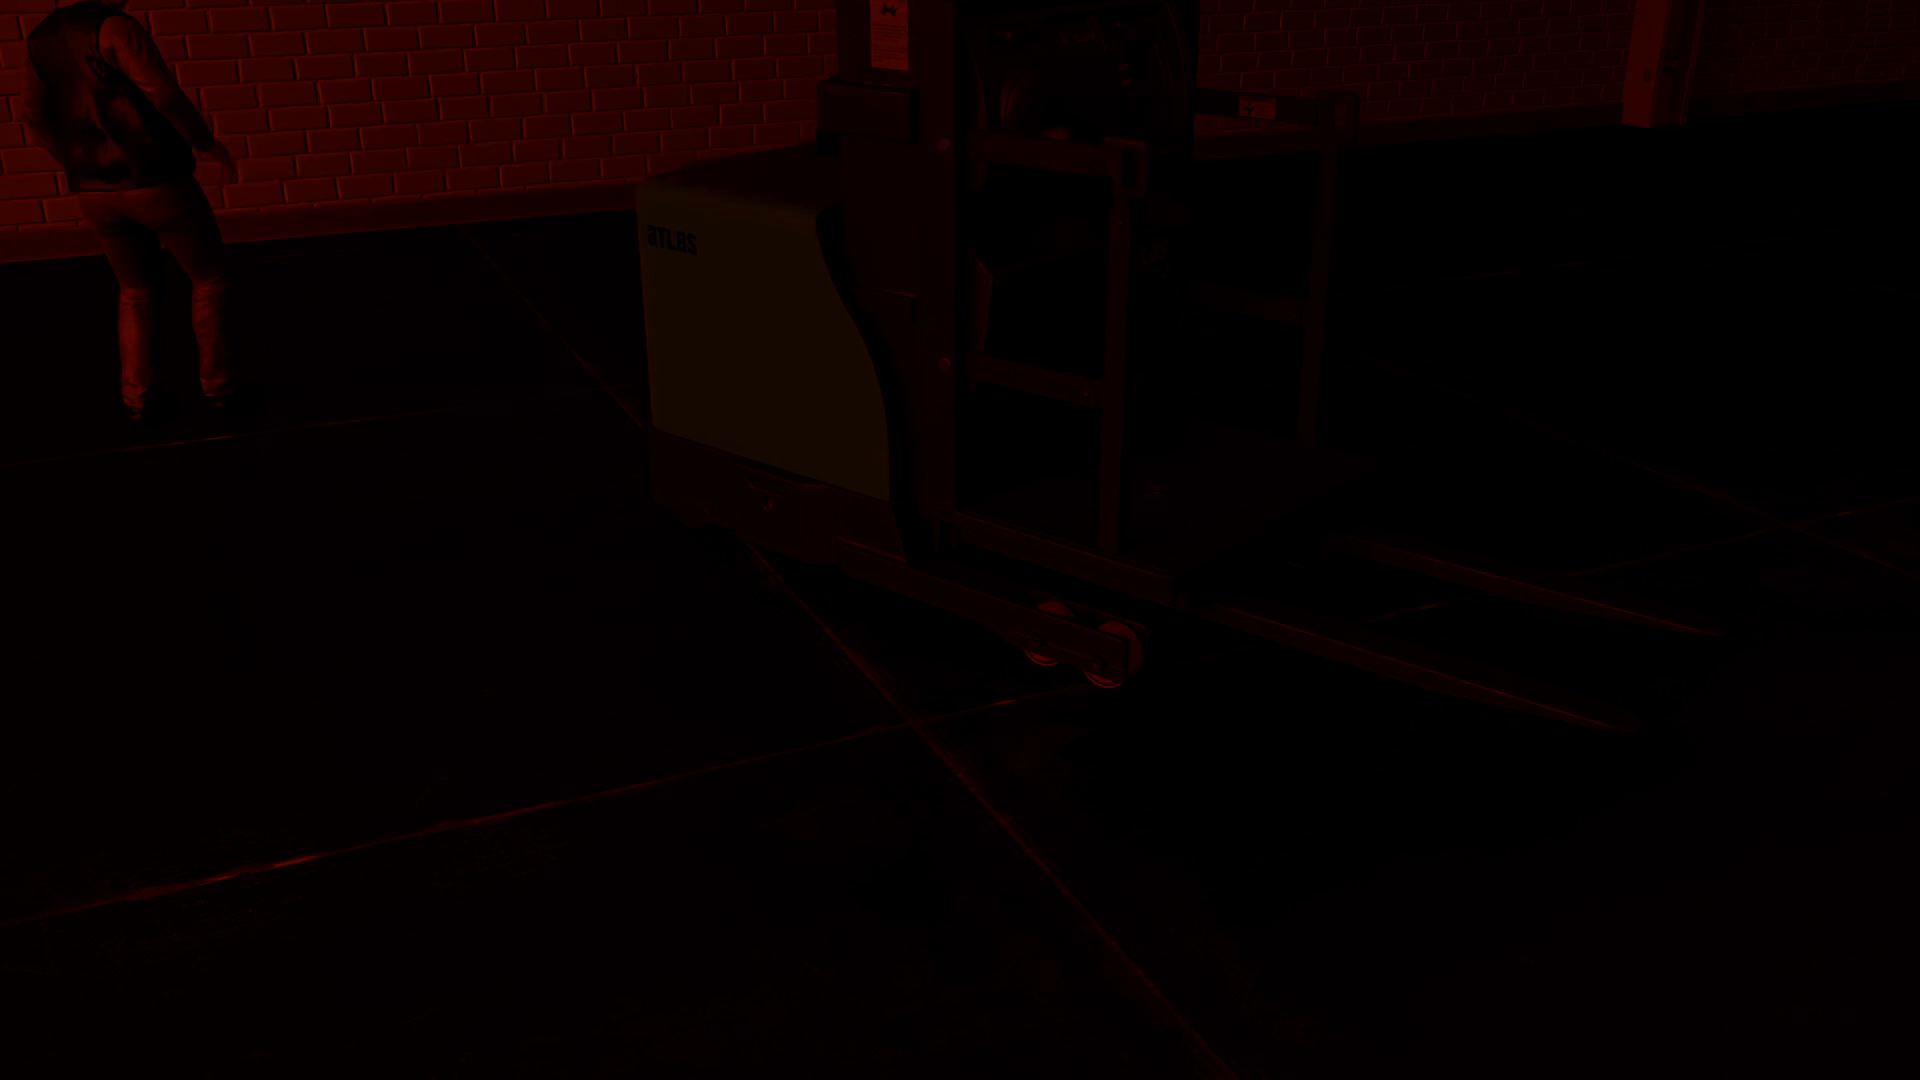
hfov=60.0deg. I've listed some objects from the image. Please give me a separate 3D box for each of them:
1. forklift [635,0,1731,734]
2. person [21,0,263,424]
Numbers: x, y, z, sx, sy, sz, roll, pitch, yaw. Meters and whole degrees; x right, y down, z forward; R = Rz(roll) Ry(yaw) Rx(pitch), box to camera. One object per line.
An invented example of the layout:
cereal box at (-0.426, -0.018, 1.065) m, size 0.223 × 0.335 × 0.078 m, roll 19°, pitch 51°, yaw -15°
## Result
forklift at (0.484, -1.207, 4.192) m, size 3.031 × 2.935 × 1.130 m, roll 18°, pitch 28°, yaw 36°
person at (-2.963, -1.283, 6.000) m, size 0.726 × 1.695 × 0.512 m, roll 5°, pitch 23°, yaw 11°
